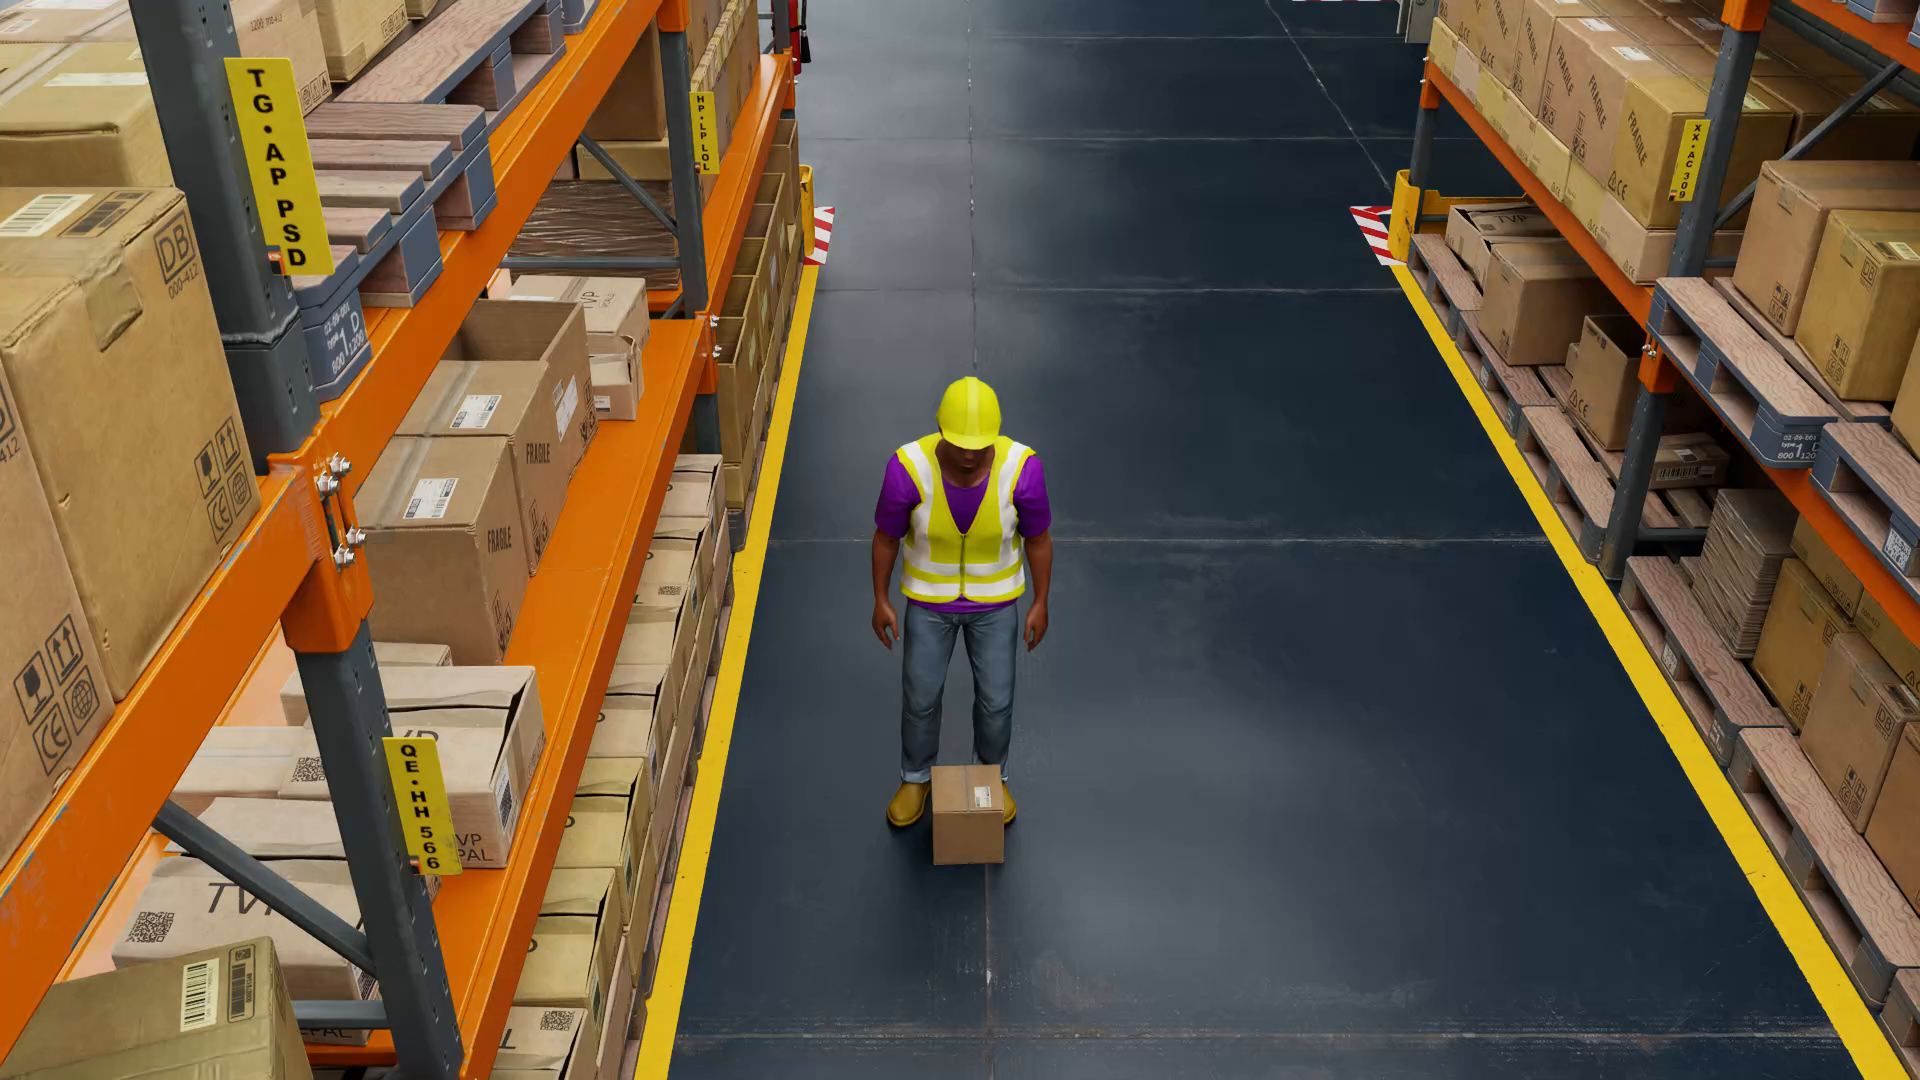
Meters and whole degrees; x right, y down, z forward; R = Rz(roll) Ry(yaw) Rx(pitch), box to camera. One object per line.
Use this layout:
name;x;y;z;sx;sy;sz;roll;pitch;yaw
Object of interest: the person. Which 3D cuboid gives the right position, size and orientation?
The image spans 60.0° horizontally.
person;0.005;0.219;5.758;0.625;1.760;0.460;0;31;0
